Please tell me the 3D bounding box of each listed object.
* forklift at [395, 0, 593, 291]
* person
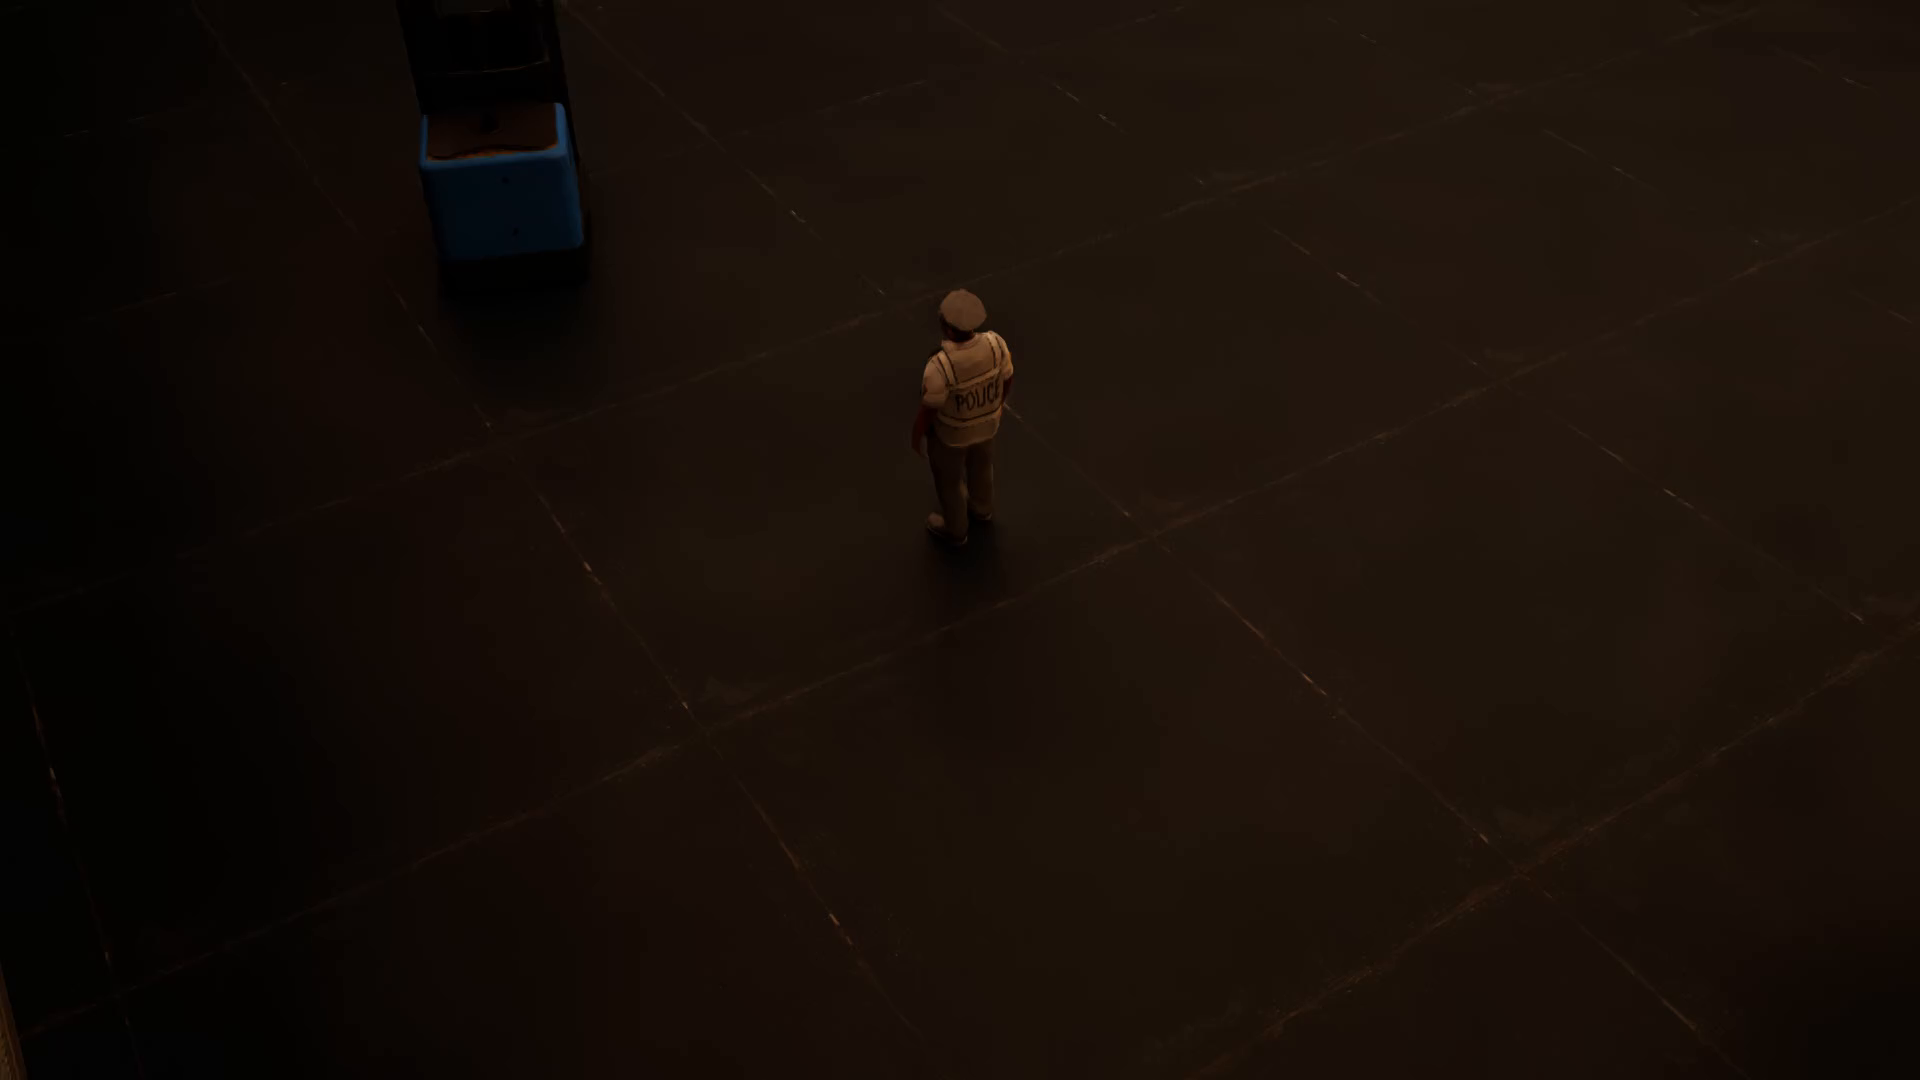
[{"bbox_3d":[-3.551,-3.889,12.321,1.130,2.935,3.031,-8,42,-9],"label":"forklift"},{"bbox_3d":[-0.032,-0.724,9.561,0.640,1.781,0.574,-23,46,-24],"label":"person"}]
